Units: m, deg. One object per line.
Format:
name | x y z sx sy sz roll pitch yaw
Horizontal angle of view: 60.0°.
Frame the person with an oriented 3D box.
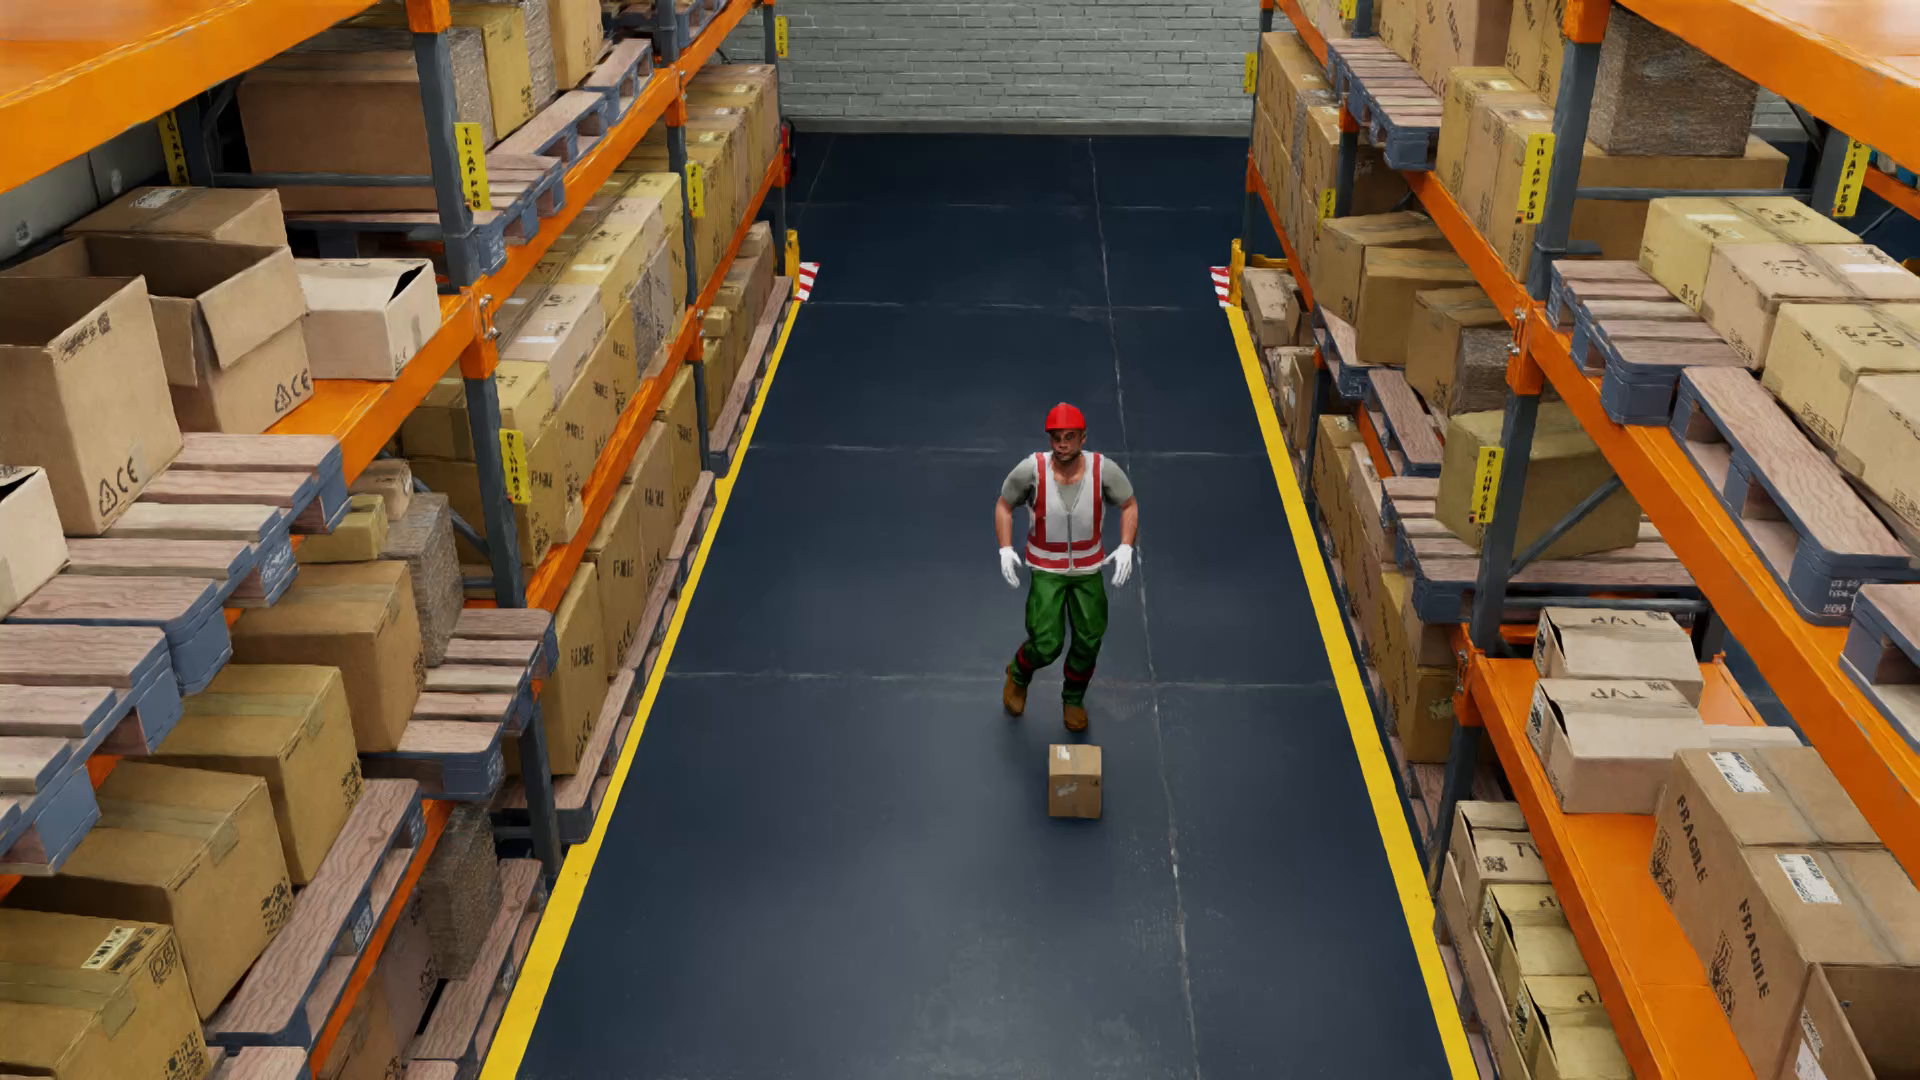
person | 0.555 0.158 8.335 0.716 1.753 0.499 -5 28 -9
